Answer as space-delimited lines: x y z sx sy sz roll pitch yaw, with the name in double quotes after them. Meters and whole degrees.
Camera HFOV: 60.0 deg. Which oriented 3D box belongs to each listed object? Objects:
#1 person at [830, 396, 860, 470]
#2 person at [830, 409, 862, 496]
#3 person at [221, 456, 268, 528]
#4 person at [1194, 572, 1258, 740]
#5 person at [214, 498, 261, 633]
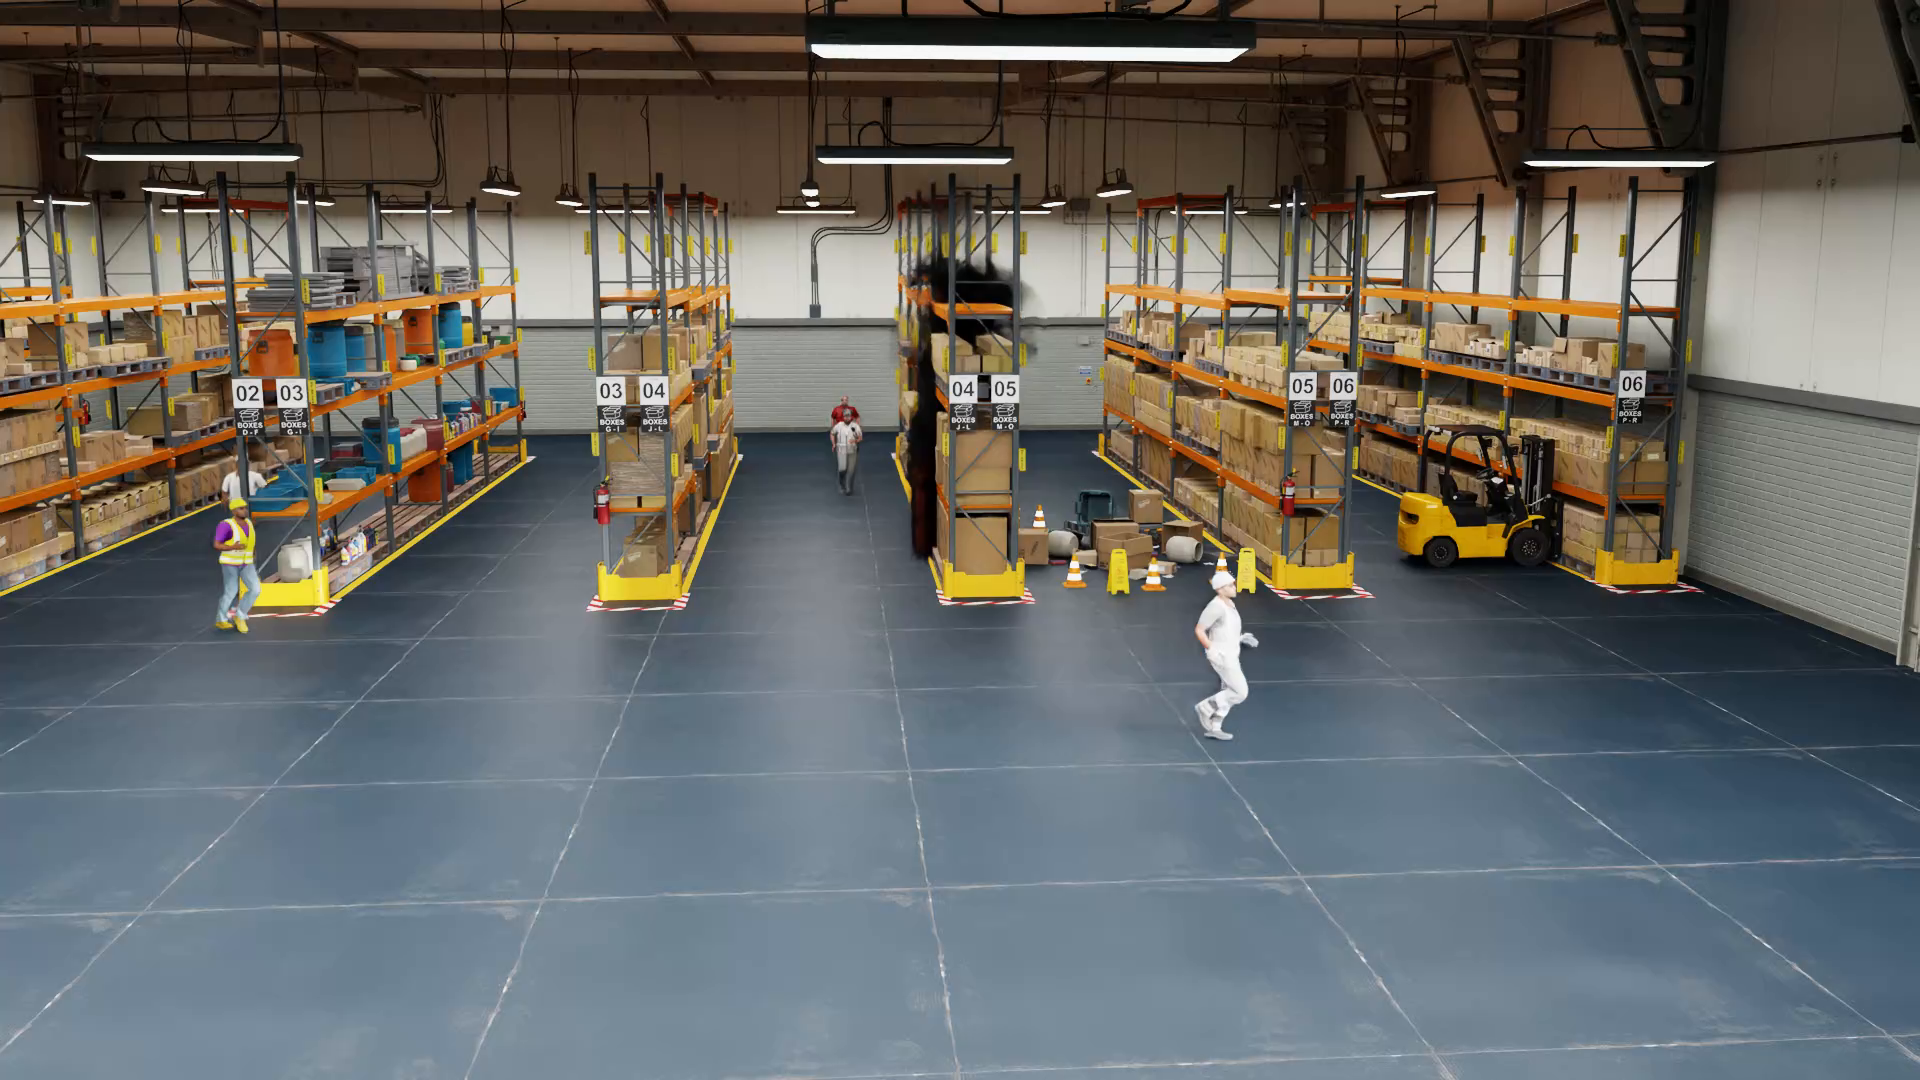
-2.611 -2.448 37.824 0.661 1.689 0.653 0 10 -1 "person"
-2.291 -1.777 33.693 0.637 1.775 0.685 -1 10 -8 "person"
-11.403 -0.493 26.534 0.700 1.739 0.801 -2 10 -13 "person"
2.722 1.189 16.957 0.587 1.742 0.653 5 11 24 "person"
-9.438 0.340 21.828 0.698 1.787 0.698 6 12 31 "person"
